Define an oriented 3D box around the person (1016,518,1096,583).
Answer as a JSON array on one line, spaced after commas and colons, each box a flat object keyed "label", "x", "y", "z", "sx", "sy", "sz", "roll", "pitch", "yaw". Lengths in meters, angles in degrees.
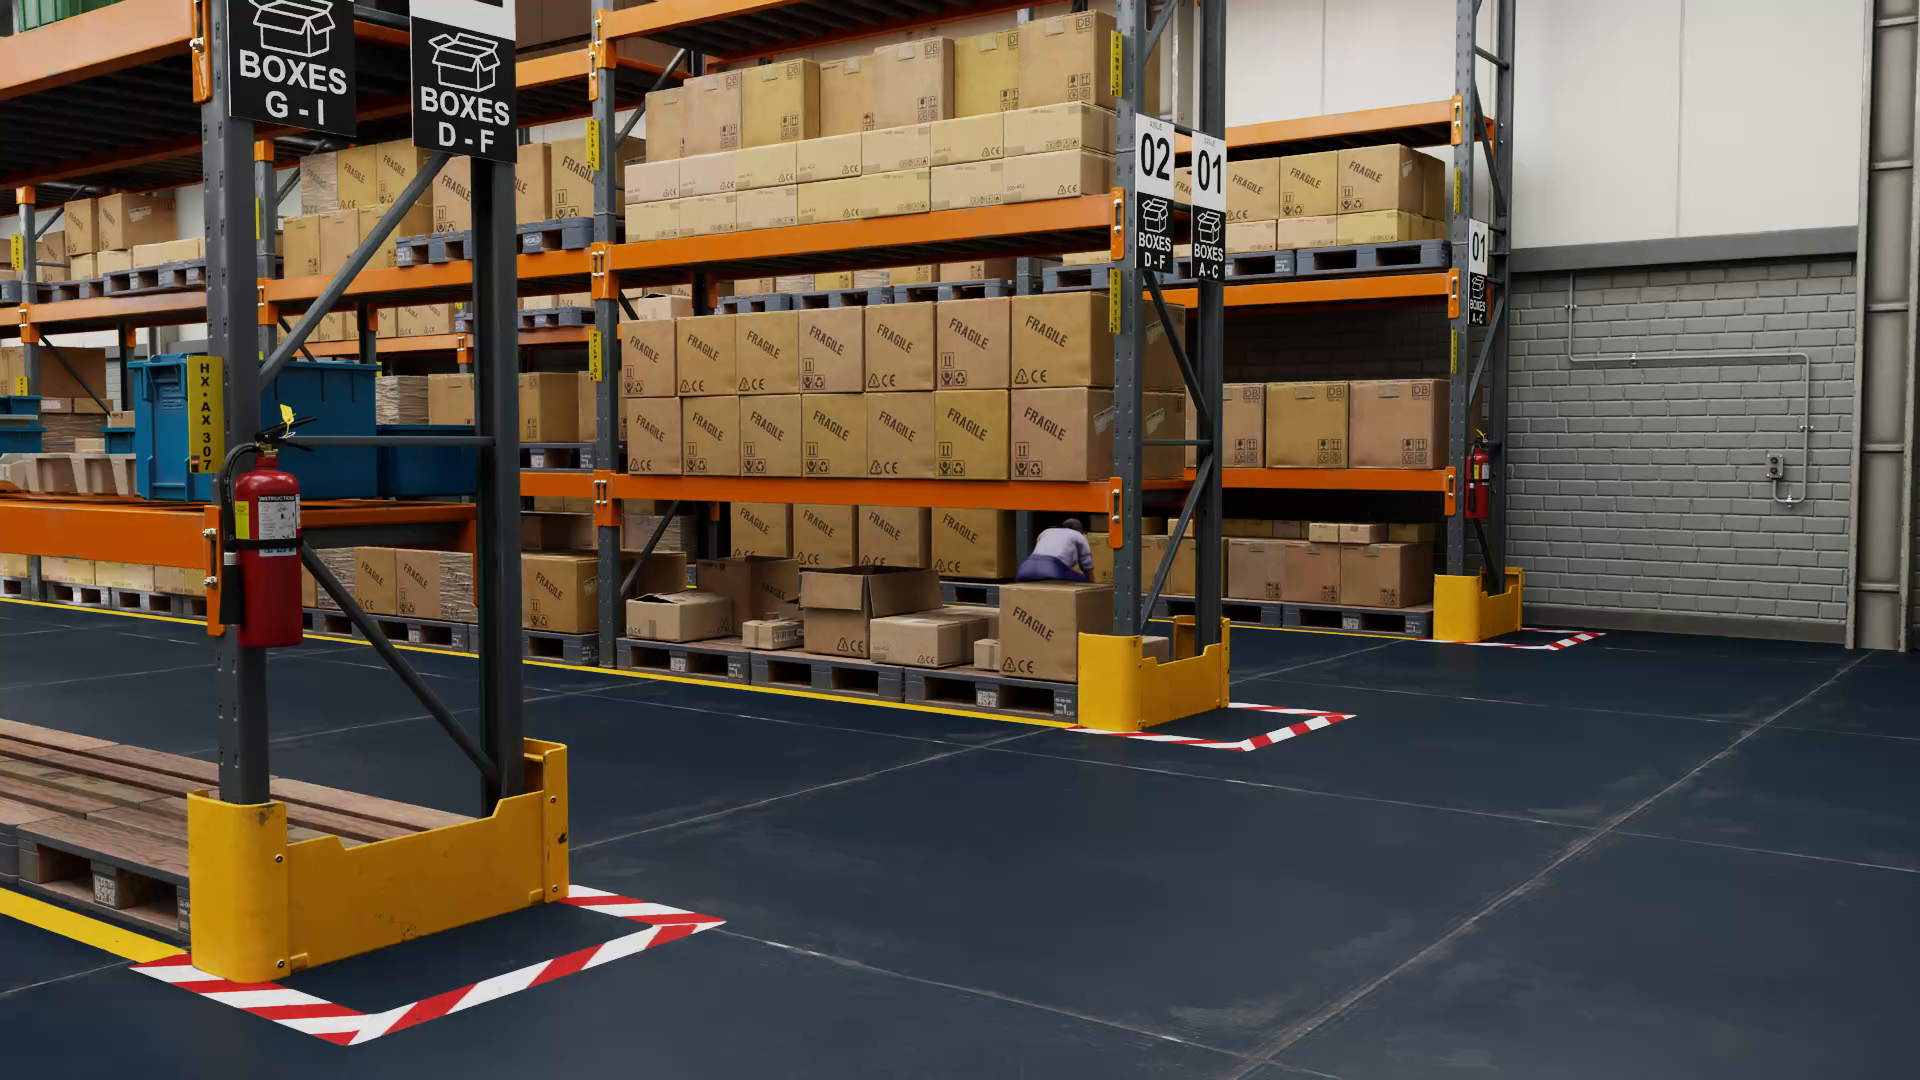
[{"label": "person", "x": 0.777, "y": 0.289, "z": 13.310, "sx": 0.526, "sy": 0.902, "sz": 0.821, "roll": 2, "pitch": 4, "yaw": 36}]
